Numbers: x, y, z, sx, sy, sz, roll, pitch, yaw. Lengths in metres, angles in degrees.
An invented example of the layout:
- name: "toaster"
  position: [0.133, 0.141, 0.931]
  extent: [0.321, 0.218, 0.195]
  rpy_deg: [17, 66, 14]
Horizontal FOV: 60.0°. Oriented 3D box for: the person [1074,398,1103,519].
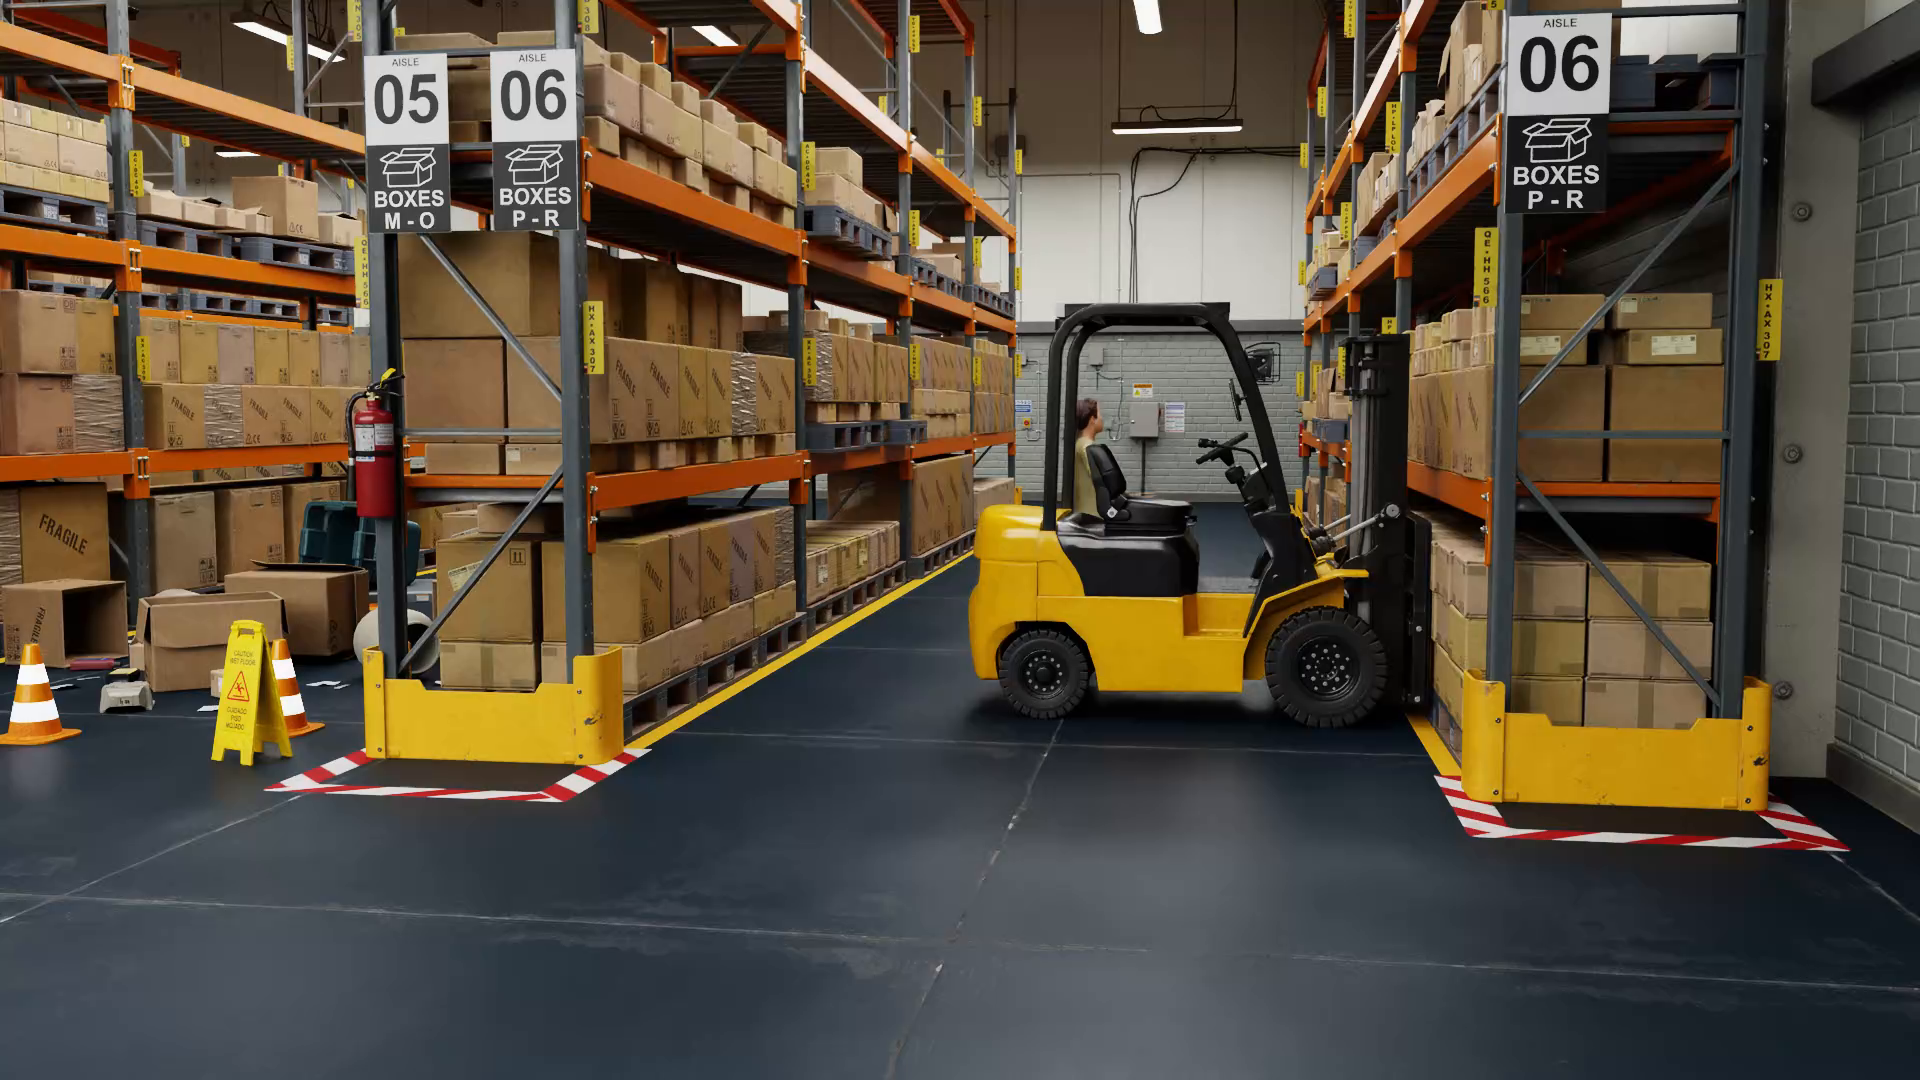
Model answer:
- name: "person"
  position: [0.906, -0.098, 10.996]
  extent: [0.455, 1.680, 0.507]
  rpy_deg: [-1, 5, -7]
